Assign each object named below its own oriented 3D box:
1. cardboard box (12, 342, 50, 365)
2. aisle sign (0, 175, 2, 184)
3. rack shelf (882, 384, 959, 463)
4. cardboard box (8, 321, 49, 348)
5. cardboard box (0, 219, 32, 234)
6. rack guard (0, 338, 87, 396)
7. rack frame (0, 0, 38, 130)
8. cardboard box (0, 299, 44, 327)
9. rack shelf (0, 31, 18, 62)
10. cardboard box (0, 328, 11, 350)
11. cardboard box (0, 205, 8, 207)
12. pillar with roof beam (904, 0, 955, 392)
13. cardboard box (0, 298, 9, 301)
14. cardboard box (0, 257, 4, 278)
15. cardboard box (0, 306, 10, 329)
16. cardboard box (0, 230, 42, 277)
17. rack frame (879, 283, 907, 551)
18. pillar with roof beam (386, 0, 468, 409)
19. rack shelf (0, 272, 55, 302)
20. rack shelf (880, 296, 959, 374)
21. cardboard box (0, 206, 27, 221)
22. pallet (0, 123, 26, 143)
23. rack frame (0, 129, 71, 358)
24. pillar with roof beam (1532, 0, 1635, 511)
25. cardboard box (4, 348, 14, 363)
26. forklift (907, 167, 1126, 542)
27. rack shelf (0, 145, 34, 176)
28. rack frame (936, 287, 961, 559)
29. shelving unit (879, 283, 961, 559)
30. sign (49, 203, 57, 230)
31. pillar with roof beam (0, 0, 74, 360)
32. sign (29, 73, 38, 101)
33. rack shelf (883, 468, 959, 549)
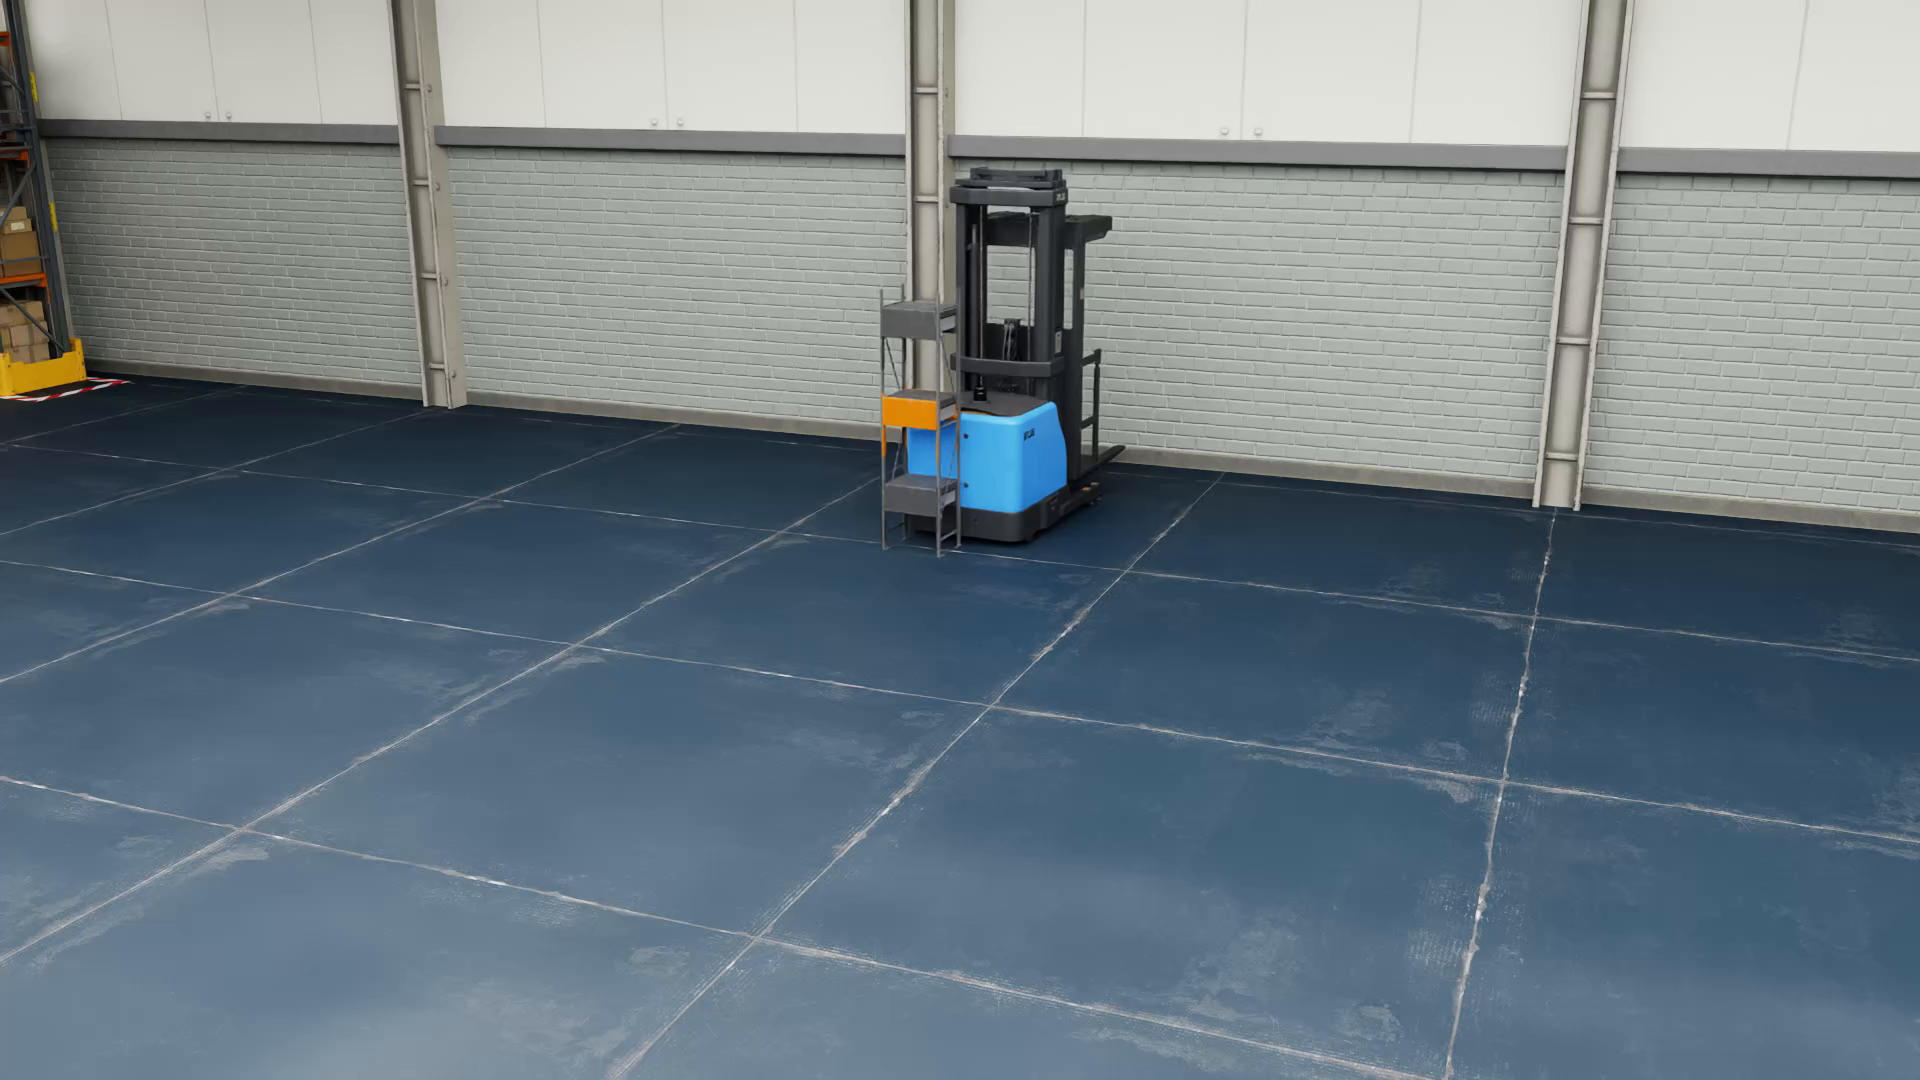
[{"bbox_3d":[-11.517,-2.274,20.305,0.500,0.250,0.500,6,17,21],"label":"cardboard box"},{"bbox_3d":[-11.178,-4.457,18.985,0.004,0.787,0.394,6,17,21],"label":"aisle sign"},{"bbox_3d":[-0.308,-0.926,13.147,0.480,0.518,0.431,8,18,24],"label":"rack shelf"},{"bbox_3d":[-11.493,-2.515,20.239,0.500,0.250,0.500,7,17,22],"label":"cardboard box"},{"bbox_3d":[-11.352,-3.753,19.880,0.250,0.149,0.380,6,17,19],"label":"cardboard box"},{"bbox_3d":[-11.109,-2.089,19.973,0.348,0.500,1.175,6,17,21],"label":"rack guard"},{"bbox_3d":[-11.132,-6.173,18.796,0.127,3.000,1.000,6,17,21],"label":"rack frame"},{"bbox_3d":[-11.509,-2.752,20.157,0.500,0.250,0.500,6,17,20],"label":"cardboard box"},{"bbox_3d":[-12.992,-5.840,19.657,4.000,0.370,1.077,6,17,21],"label":"rack shelf"},{"bbox_3d":[-11.699,-2.382,19.780,0.500,0.250,0.500,6,17,20],"label":"cardboard box"},{"bbox_3d":[-11.590,-3.927,19.946,0.250,0.149,0.380,7,18,23],"label":"cardboard box"},{"bbox_3d":[-1.865,-4.134,11.773,0.400,9.000,9.100,6,17,21],"label":"pillar with roof beam"},{"bbox_3d":[-11.976,-2.802,20.329,0.500,0.250,0.500,6,17,21],"label":"cardboard box"},{"bbox_3d":[-11.686,-3.322,19.558,0.500,0.500,0.500,6,17,19],"label":"cardboard box"},{"bbox_3d":[-11.675,-2.620,19.702,0.500,0.250,0.500,7,18,22],"label":"cardboard box"},{"bbox_3d":[-11.491,-3.463,20.041,0.500,0.500,0.500,7,18,22],"label":"cardboard box"},{"bbox_3d":[-0.528,-0.968,13.243,0.015,2.100,0.400,8,18,24],"label":"rack frame"},{"bbox_3d":[-7.447,-4.748,13.887,0.400,9.000,9.100,6,17,21],"label":"pillar with roof beam"},{"bbox_3d":[-12.992,-3.151,20.438,4.000,0.370,1.077,6,17,21],"label":"rack shelf"},{"bbox_3d":[-0.308,-1.598,12.952,0.480,0.518,0.431,8,18,24],"label":"rack shelf"},{"bbox_3d":[-11.366,-3.884,19.796,0.250,0.149,0.380,6,17,20],"label":"cardboard box"},{"bbox_3d":[-11.780,-4.769,19.499,1.213,0.211,1.003,6,17,21],"label":"pallet"},{"bbox_3d":[-11.132,-3.292,19.633,0.127,3.000,1.000,6,17,21],"label":"rack frame"},{"bbox_3d":[3.716,-3.520,9.658,0.400,9.000,9.100,6,17,21],"label":"pillar with roof beam"},{"bbox_3d":[-11.685,-2.139,19.841,0.500,0.250,0.500,6,17,21],"label":"cardboard box"},{"bbox_3d":[0.641,-1.756,14.467,1.130,2.935,3.031,8,18,24],"label":"forklift"},{"bbox_3d":[-12.992,-4.592,20.020,4.000,0.370,1.077,6,17,21],"label":"rack shelf"},{"bbox_3d":[-0.087,-0.910,13.043,0.015,2.100,0.400,8,18,24],"label":"rack frame"},{"bbox_3d":[-0.308,-0.939,13.143,0.503,2.100,0.431,8,18,24],"label":"shelving unit"},{"bbox_3d":[-10.923,-3.889,19.995,0.005,0.325,0.100,6,17,21],"label":"sign"},{"bbox_3d":[-13.028,-5.361,16.001,0.400,9.000,9.100,6,17,21],"label":"pillar with roof beam"},{"bbox_3d":[-10.923,-5.334,19.575,0.005,0.325,0.100,6,17,21],"label":"sign"},{"bbox_3d":[-0.308,-0.254,13.342,0.480,0.518,0.431,8,18,24],"label":"rack shelf"}]
